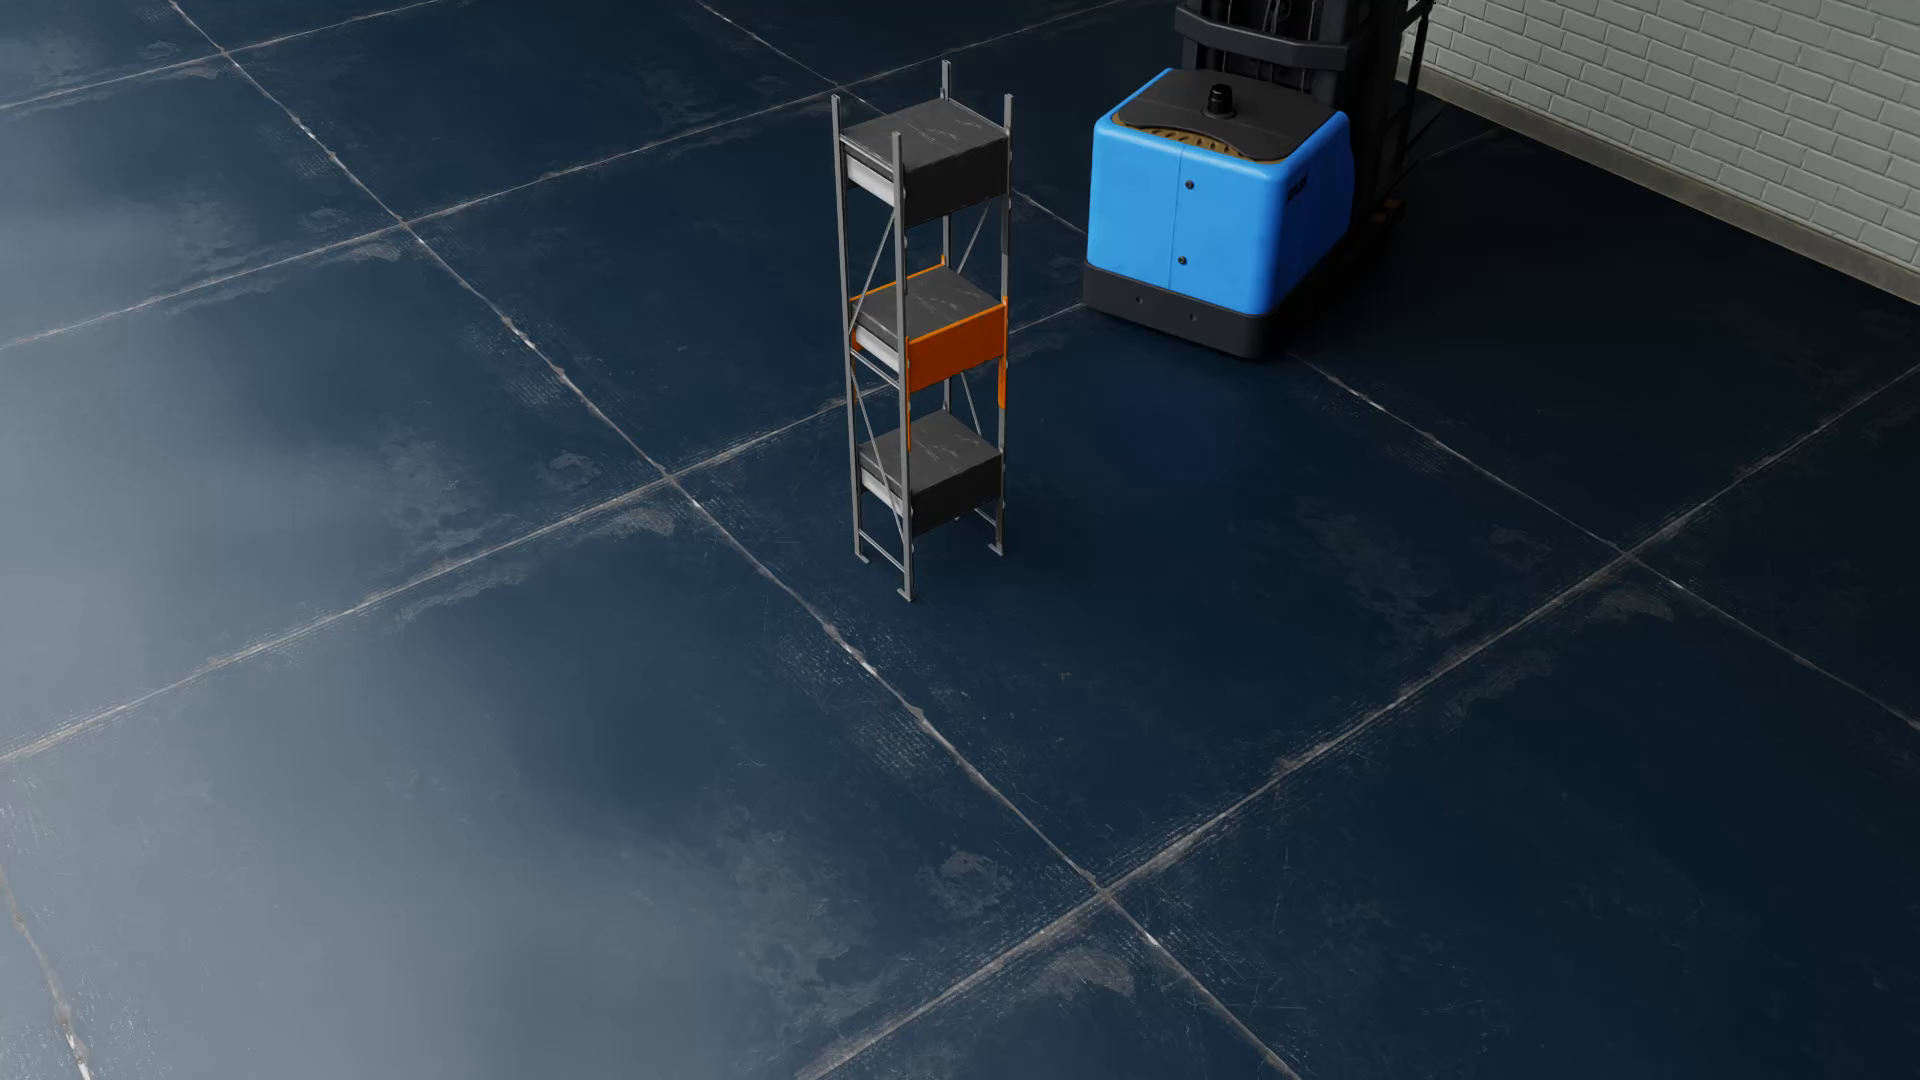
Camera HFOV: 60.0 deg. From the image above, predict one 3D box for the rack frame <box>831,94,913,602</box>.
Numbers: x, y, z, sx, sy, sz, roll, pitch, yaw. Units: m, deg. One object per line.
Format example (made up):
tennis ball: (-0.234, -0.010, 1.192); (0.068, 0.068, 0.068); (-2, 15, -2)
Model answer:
rack frame: (-0.325, -0.654, 6.391); (0.015, 2.100, 0.400); (-26, 46, -28)

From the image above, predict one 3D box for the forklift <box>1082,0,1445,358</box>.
forklift: (1.858, -2.937, 8.519); (1.130, 2.935, 3.031); (22, 44, 25)

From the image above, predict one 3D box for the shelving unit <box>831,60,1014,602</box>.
shelving unit: (-0.131, -0.748, 6.506); (0.503, 2.100, 0.431); (-26, 46, -28)

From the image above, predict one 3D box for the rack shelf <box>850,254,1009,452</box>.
rack shelf: (-0.131, -0.737, 6.515); (0.480, 0.518, 0.431); (-26, 46, -28)

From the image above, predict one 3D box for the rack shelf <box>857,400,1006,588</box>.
rack shelf: (-0.131, -0.196, 6.959); (0.480, 0.518, 0.431); (-26, 46, -28)

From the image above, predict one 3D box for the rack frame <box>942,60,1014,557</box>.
rack frame: (0.062, -0.842, 6.621); (0.015, 2.100, 0.400); (-26, 46, -28)

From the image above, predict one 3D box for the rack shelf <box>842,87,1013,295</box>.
rack shelf: (-0.131, -1.278, 6.071); (0.480, 0.518, 0.431); (-26, 46, -28)
